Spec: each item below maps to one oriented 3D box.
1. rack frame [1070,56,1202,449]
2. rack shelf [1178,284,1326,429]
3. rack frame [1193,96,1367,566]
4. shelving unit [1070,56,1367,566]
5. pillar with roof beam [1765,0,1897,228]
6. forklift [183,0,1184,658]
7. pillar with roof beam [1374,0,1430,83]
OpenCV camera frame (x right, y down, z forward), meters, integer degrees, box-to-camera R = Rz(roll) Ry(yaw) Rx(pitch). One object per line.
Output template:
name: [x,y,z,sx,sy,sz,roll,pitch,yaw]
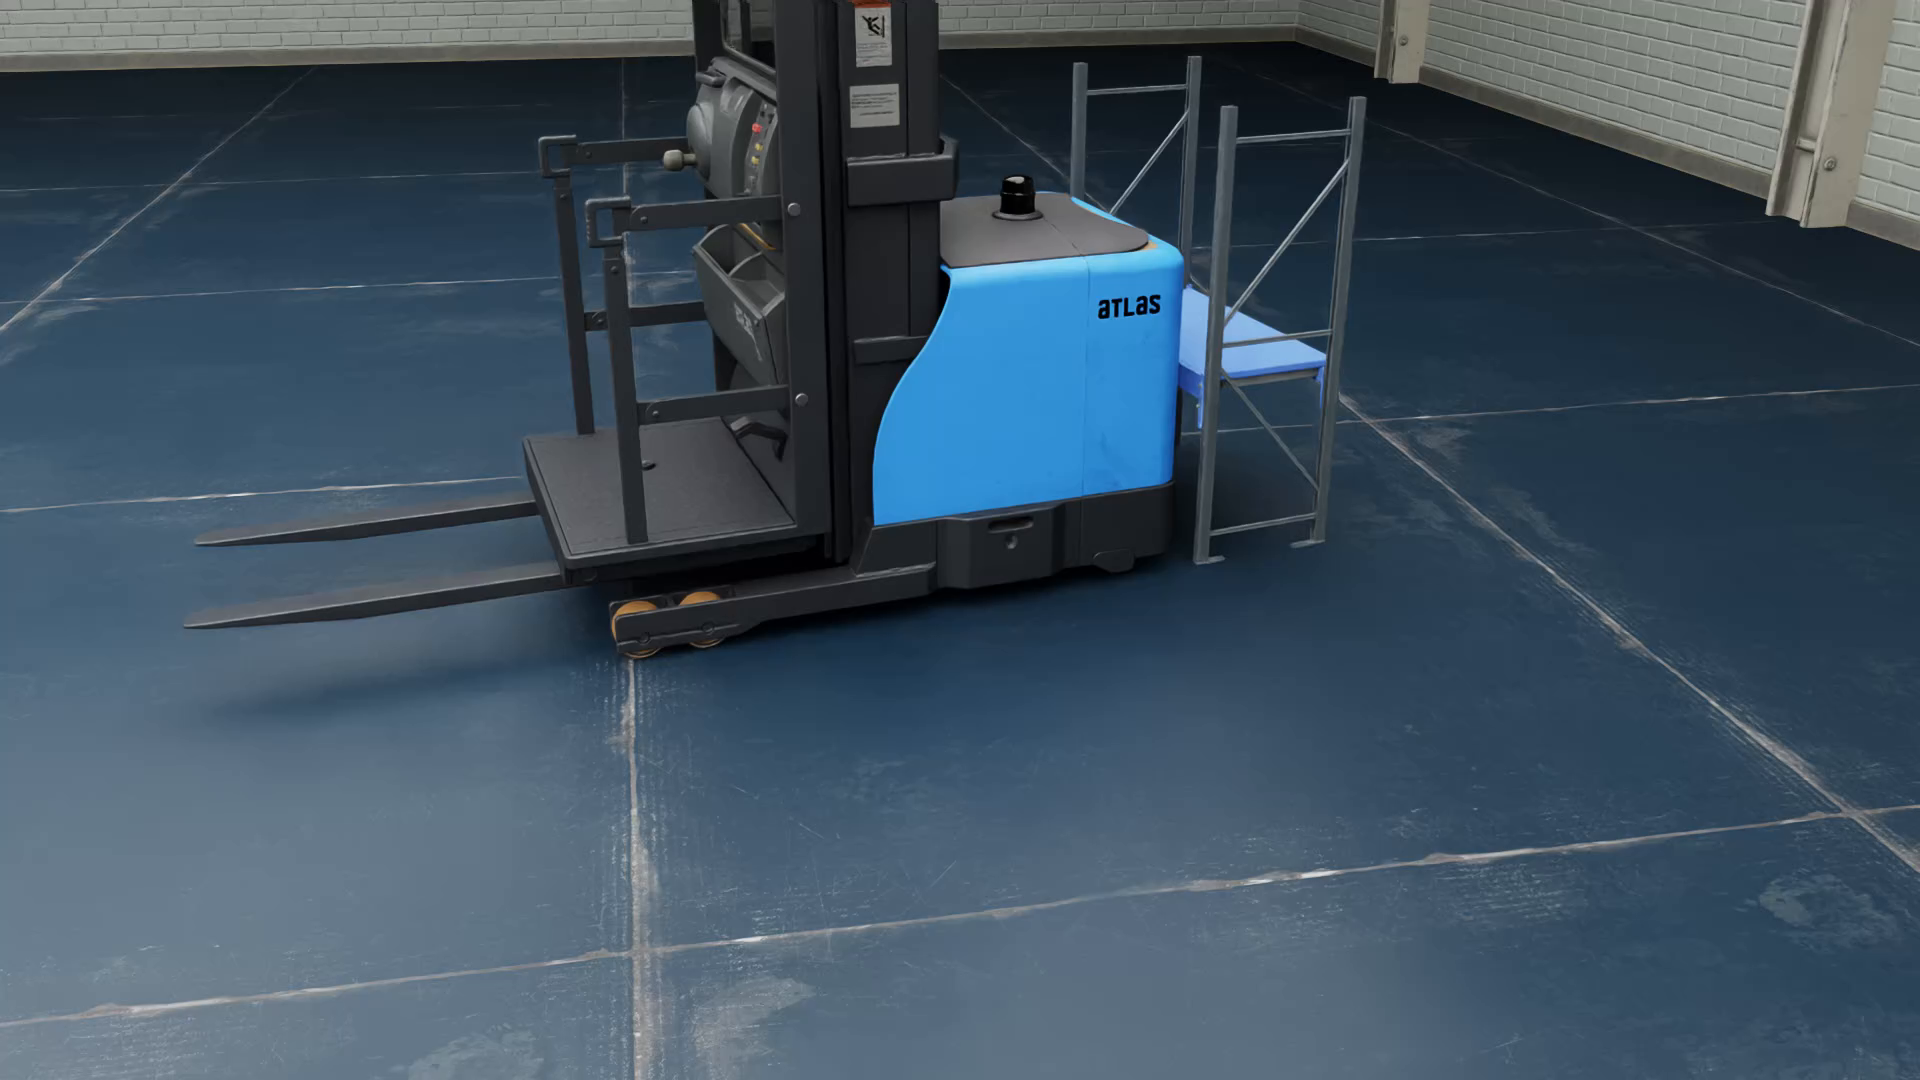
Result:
rack frame: [0.635,-1.021,6.213,0.500,1.500,0.032,-9,25,-20]
rack shelf: [0.826,-0.668,5.854,0.538,0.185,1.000,-9,25,-20]
rack frame: [1.018,-0.644,5.350,0.500,1.500,0.032,-9,25,-20]
shelving unit: [0.826,-0.832,5.782,0.538,1.500,1.048,-9,25,-20]
pillar with roof beam: [1.006,-5.787,7.757,9.100,9.000,0.400,-4,24,-10]
forklift: [-0.861,-1.231,4.906,3.031,2.935,1.130,-8,25,-18]
pillar with roof beam: [-0.103,-8.147,13.161,9.100,9.000,0.400,-4,24,-10]
